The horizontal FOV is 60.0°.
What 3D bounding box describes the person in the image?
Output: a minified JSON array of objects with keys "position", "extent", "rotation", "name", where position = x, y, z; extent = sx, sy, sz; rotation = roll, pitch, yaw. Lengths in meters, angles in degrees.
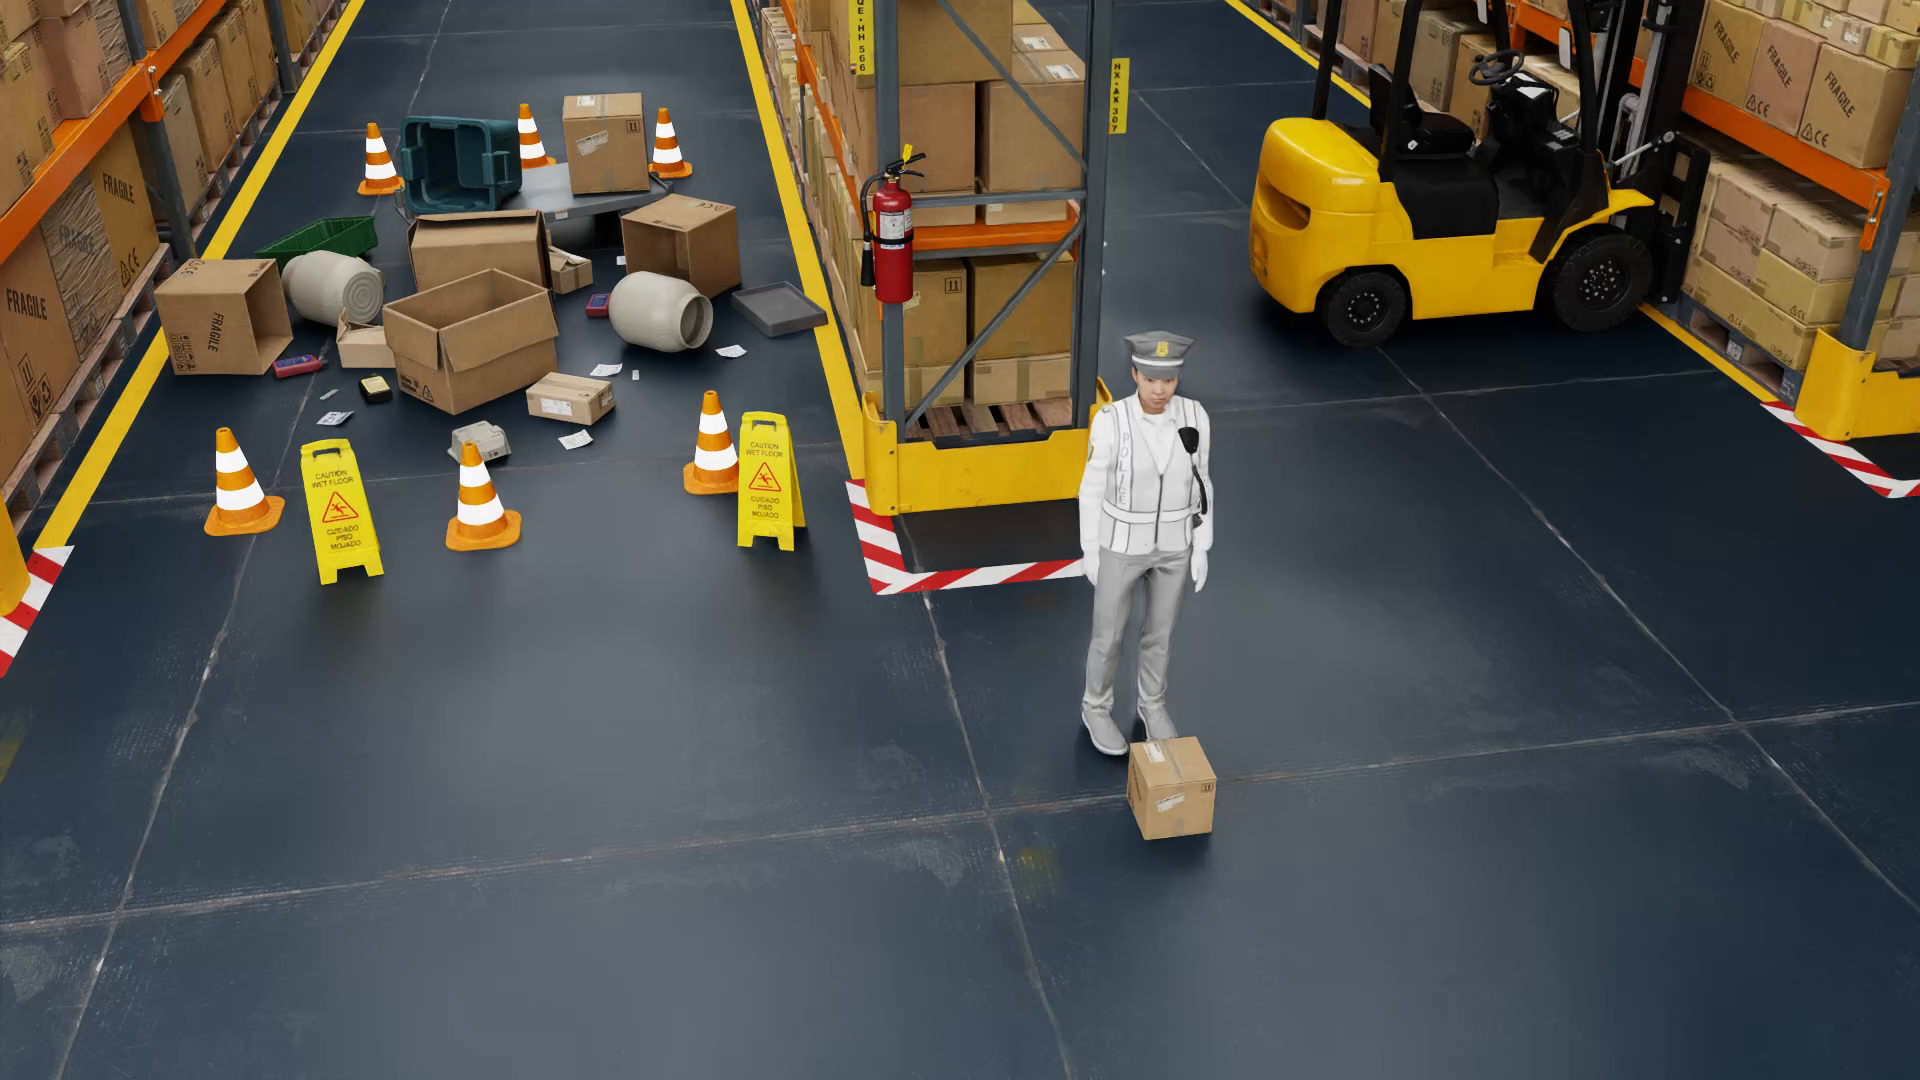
[{"position":[0.675,0.020,6.040],"extent":[0.486,1.686,0.334],"rotation":[-5,31,-8],"name":"person"}]
